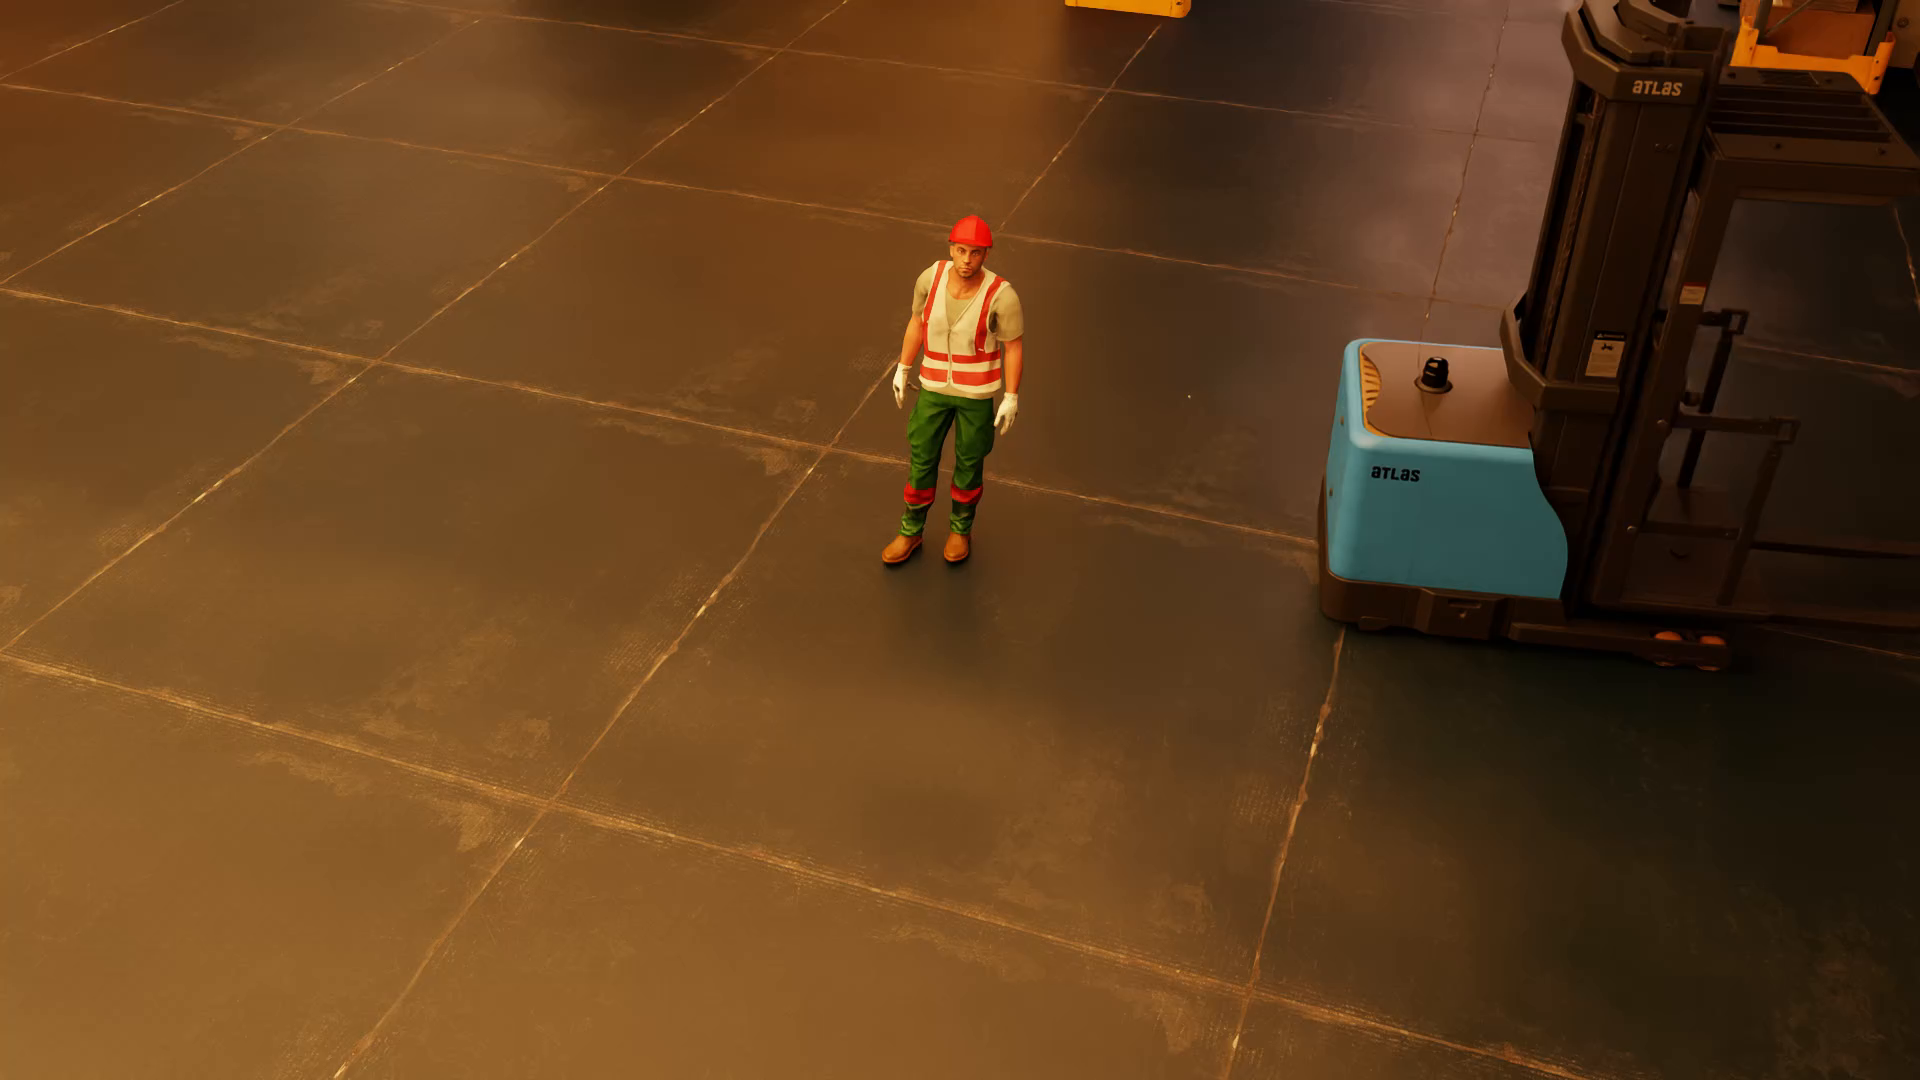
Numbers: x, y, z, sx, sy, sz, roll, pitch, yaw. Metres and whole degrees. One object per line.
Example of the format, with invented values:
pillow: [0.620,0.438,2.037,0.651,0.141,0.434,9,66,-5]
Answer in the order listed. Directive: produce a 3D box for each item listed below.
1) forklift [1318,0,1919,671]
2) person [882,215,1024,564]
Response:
forklift: [3.309,-0.915,7.401,3.031,2.935,1.130,5,36,8]
person: [-0.038,-0.694,8.065,0.638,1.787,0.564,12,37,16]
